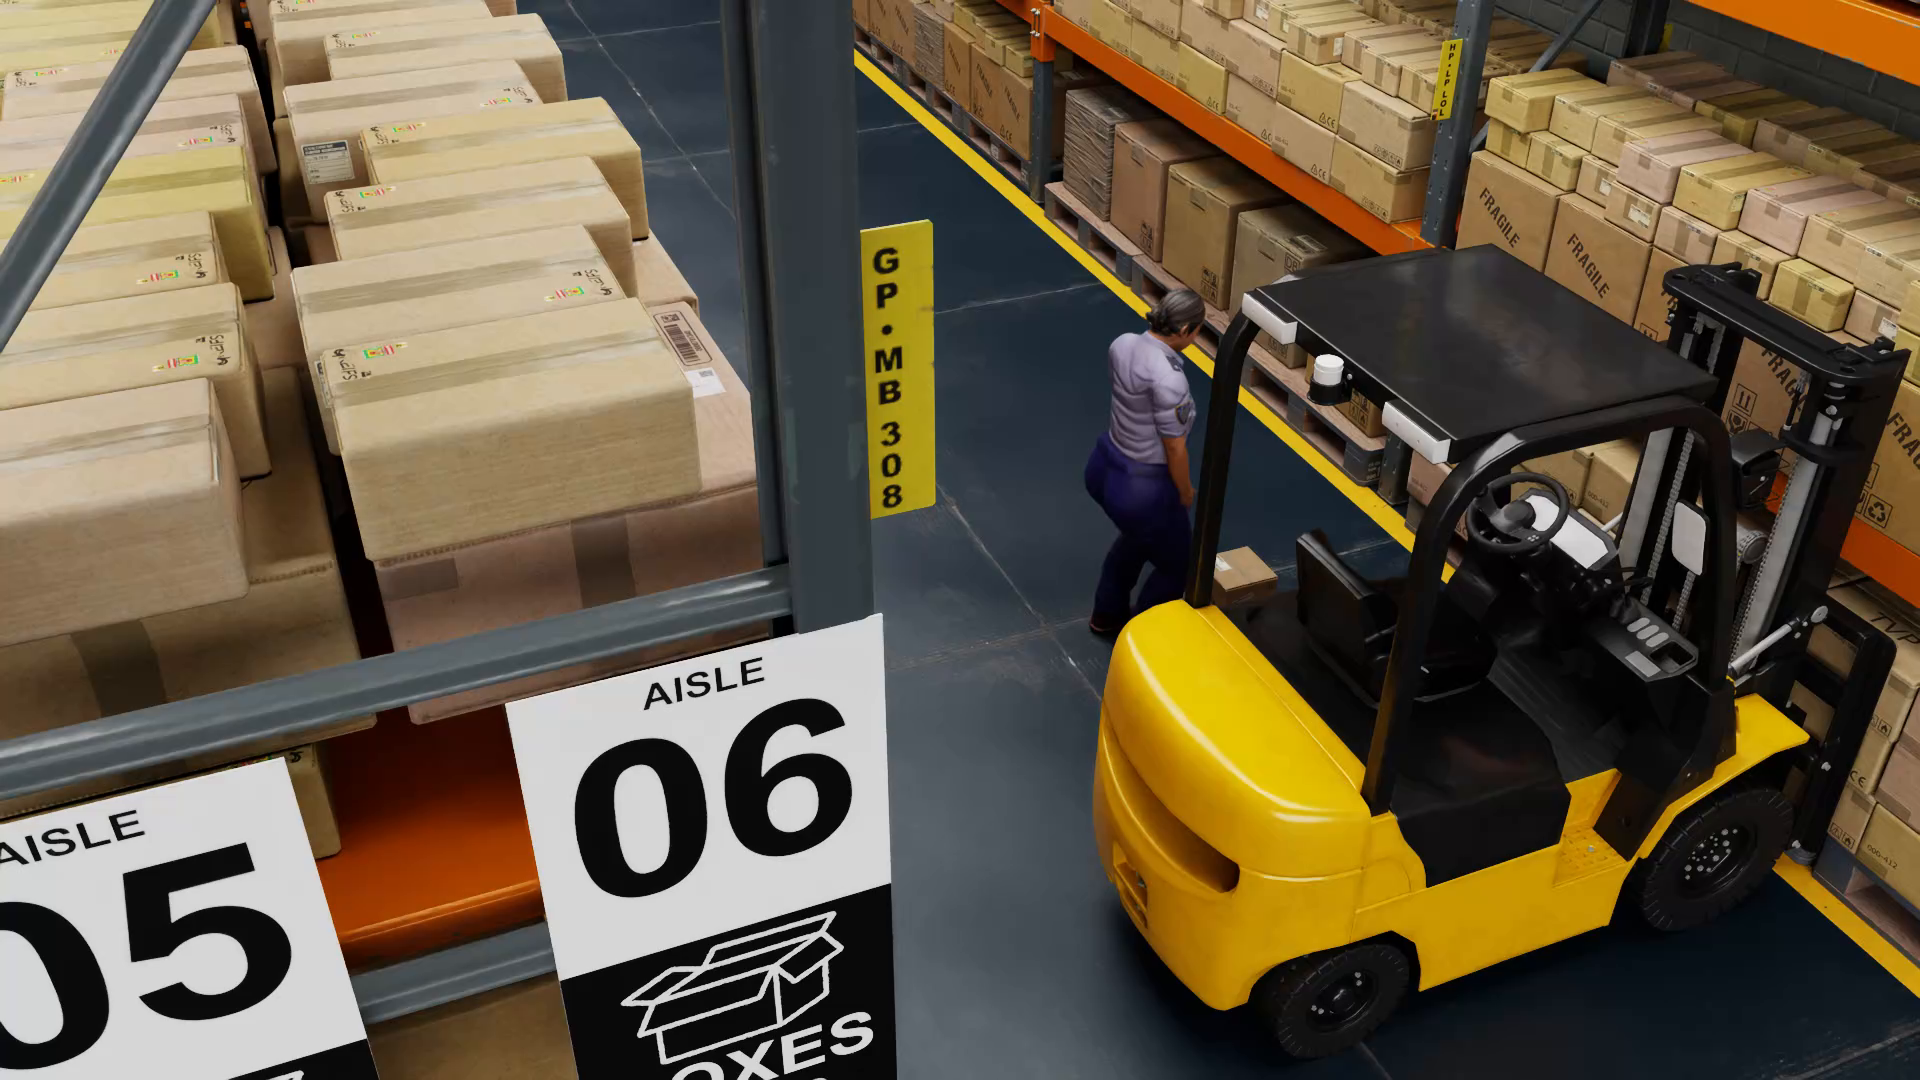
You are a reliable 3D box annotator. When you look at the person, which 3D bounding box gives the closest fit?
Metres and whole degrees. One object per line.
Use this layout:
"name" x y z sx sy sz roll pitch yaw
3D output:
"person" 0.718 -0.241 6.584 0.426 1.587 0.504 -12 36 -18
